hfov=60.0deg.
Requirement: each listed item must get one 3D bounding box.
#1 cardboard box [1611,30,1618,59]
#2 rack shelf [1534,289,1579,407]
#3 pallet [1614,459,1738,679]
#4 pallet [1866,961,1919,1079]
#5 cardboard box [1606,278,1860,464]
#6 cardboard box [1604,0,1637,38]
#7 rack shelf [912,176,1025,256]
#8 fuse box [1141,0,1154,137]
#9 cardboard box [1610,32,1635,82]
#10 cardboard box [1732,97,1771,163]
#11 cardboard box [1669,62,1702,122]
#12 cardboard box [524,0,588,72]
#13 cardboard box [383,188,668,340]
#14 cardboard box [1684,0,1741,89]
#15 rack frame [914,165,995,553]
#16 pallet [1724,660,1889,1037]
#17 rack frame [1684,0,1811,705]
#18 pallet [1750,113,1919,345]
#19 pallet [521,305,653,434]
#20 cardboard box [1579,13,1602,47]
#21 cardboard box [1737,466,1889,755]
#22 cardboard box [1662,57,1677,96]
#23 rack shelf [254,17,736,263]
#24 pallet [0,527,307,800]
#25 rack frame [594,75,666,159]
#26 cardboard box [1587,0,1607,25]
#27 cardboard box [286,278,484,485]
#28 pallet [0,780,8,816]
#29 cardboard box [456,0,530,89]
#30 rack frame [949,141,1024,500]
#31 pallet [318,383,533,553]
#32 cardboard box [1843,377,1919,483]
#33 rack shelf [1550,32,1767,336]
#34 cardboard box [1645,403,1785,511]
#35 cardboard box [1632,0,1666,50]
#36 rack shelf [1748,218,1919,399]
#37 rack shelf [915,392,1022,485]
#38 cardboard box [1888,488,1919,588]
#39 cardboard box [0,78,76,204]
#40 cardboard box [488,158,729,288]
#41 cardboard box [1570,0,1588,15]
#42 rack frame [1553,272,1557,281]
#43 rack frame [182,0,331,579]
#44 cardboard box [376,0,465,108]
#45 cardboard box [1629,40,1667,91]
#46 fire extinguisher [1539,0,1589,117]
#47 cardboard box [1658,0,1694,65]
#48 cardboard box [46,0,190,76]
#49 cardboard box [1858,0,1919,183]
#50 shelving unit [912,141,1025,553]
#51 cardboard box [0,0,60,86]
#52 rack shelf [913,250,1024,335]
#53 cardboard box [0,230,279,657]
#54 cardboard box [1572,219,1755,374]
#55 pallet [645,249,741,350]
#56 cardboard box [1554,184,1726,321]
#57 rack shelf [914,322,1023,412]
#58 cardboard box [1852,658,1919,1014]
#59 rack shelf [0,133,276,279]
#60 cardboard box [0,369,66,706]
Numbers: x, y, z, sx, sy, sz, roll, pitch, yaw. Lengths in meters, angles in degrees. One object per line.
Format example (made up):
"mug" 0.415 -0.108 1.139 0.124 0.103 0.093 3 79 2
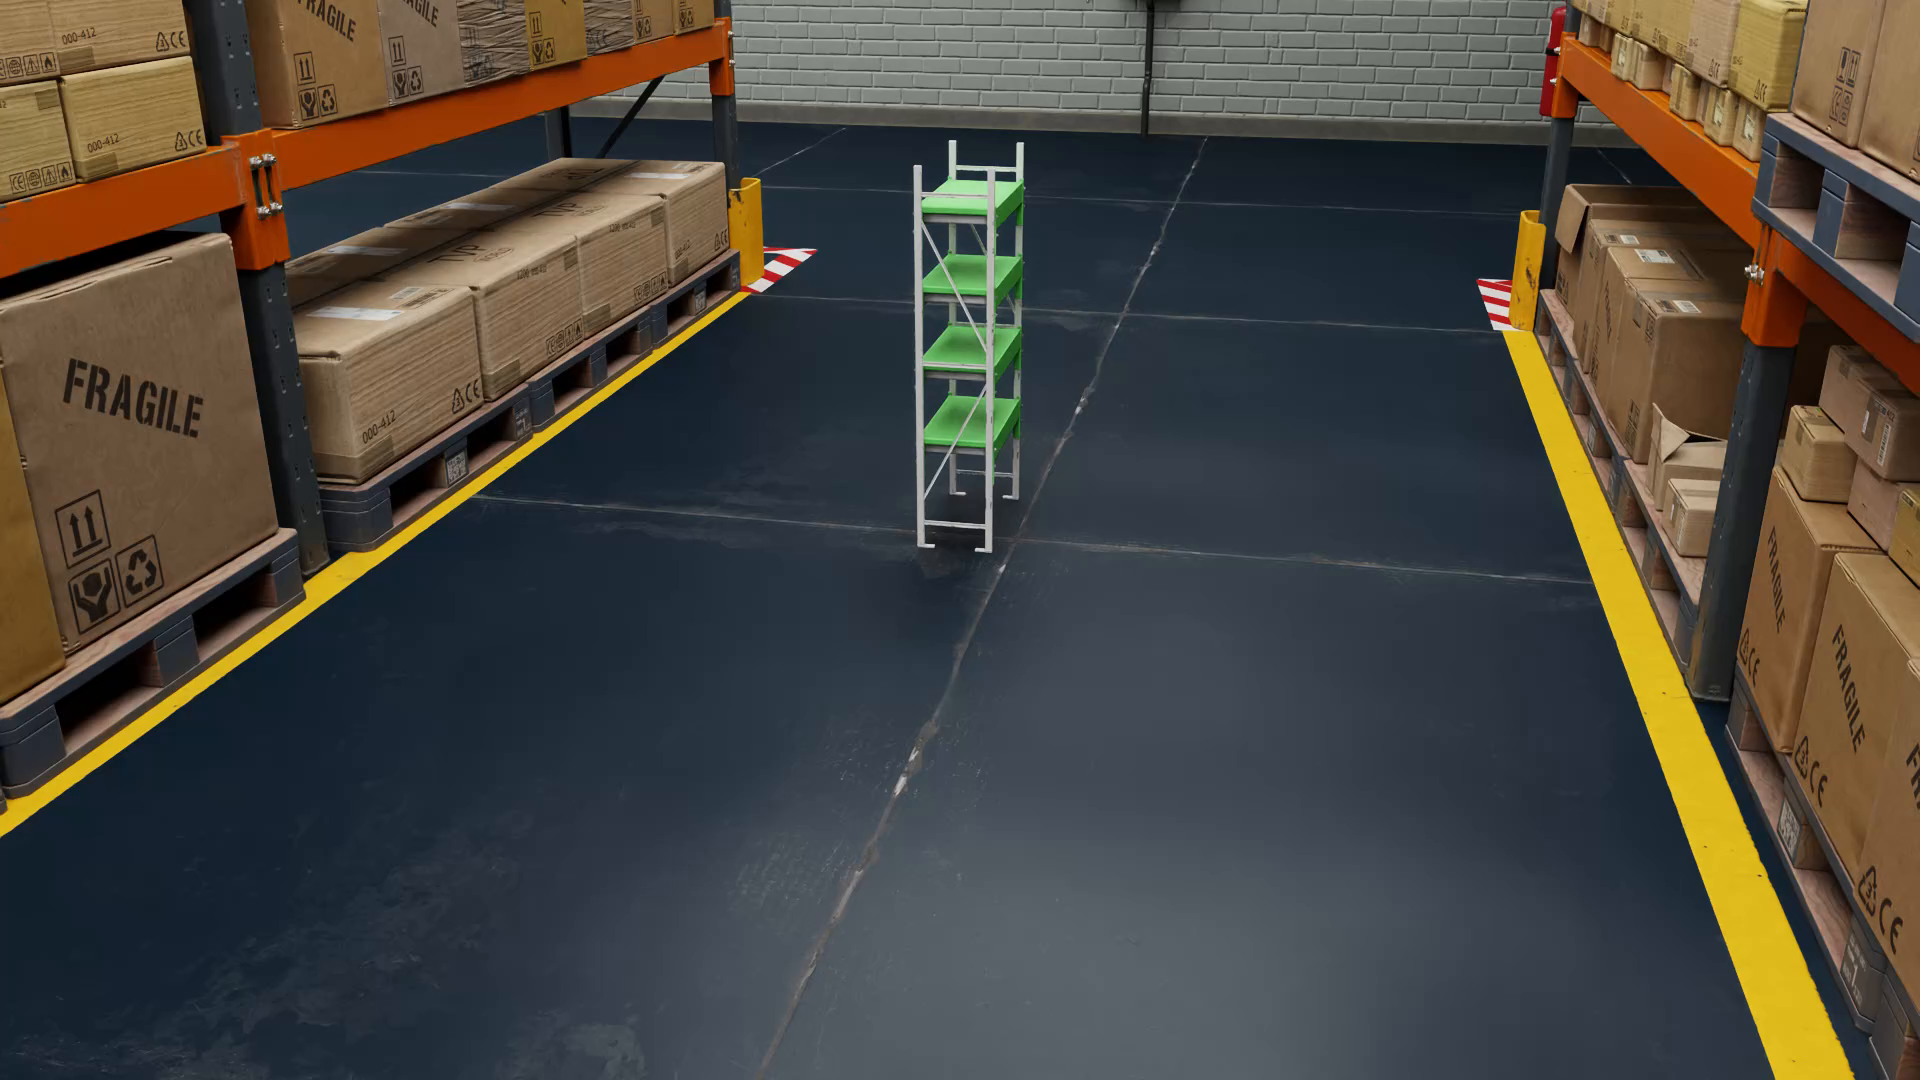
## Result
"cardboard box" 2.745 -1.920 6.443 0.380 0.149 0.250 5 23 13
"rack shelf" -12.557 -1.232 4.665 30.696 2.800 11.642 4 22 11
"pallet" 2.543 0.086 4.857 1.003 0.211 1.213 4 22 11
"pallet" 2.027 1.085 2.377 1.003 0.211 1.213 4 22 11
"cardboard box" 2.577 -0.549 5.485 0.700 0.500 0.500 4 22 9
"cardboard box" 2.659 -1.972 6.038 0.500 0.250 0.500 4 22 10
"rack shelf" 0.034 -1.003 5.124 0.258 0.148 0.480 4 22 11
"fuse box" 1.513 -4.049 13.117 0.539 1.711 0.414 4 22 11
"cardboard box" 2.571 -1.736 5.985 0.380 0.149 0.250 4 22 9
"cardboard box" 2.252 -1.072 4.338 0.380 0.149 0.250 5 22 12
"cardboard box" 2.386 -1.359 5.048 0.380 0.149 0.250 4 22 10
"cardboard box" -1.786 -2.085 6.381 0.500 0.500 0.500 5 22 13
"cardboard box" -1.857 -1.218 7.230 0.875 0.438 0.875 5 22 12
"cardboard box" 2.355 -1.414 4.652 0.500 0.250 0.500 5 22 11
"rack frame" -0.016 -0.528 5.058 0.240 1.200 0.015 4 22 11
"pallet" 2.273 0.638 3.488 1.003 0.211 1.213 4 22 11
"rack frame" 2.402 -0.956 3.713 1.000 3.000 0.127 4 22 11
"pallet" 2.132 -0.583 3.044 1.003 0.211 1.213 4 22 11
"pallet" -1.979 -0.759 6.957 1.003 0.211 1.213 4 22 11
"cardboard box" 2.883 -2.203 7.145 0.380 0.149 0.250 4 22 11
"cardboard box" 2.083 0.168 3.705 0.500 0.500 0.500 5 23 13
"cardboard box" 2.552 -1.539 5.495 0.380 0.149 0.250 4 22 11
"rack shelf" -2.050 -1.731 6.599 1.077 0.370 4.000 4 22 11
"pallet" -2.541 0.248 4.455 1.003 0.211 1.213 4 22 11
"rack frame" -1.638 -2.796 8.281 0.949 2.616 0.053 4 22 11
"cardboard box" 2.760 -2.158 6.499 0.500 0.250 0.500 5 22 11
"cardboard box" -2.224 -0.561 5.599 0.875 0.438 0.875 4 22 10
"pallet" -2.788 0.696 3.344 1.003 0.211 1.213 4 22 11
"cardboard box" -1.891 -1.896 5.913 0.500 0.500 0.500 5 22 11
"rack frame" 0.084 -0.706 5.501 0.240 1.200 0.015 4 22 11
"pallet" -2.226 -0.312 5.846 1.003 0.211 1.213 4 22 11
"cardboard box" 2.063 -0.221 3.404 0.380 0.149 0.250 3 22 8
"rack shelf" 2.810 -1.354 5.663 1.077 0.370 4.000 4 22 11
"cardboard box" 2.301 -0.240 5.031 0.396 0.266 0.258 5 23 13
"cardboard box" 2.576 -1.783 5.569 0.500 0.250 0.500 4 22 10
"rack shelf" 1.994 0.109 2.031 1.077 0.370 4.000 4 22 11
"rack shelf" 0.034 -0.335 5.393 0.258 0.148 0.480 4 22 11
"cardboard box" 2.047 0.020 3.203 0.380 0.149 0.250 3 22 8
"cardboard box" -2.407 -0.894 3.760 0.500 0.250 0.500 4 22 10
"cardboard box" -1.678 -1.553 8.063 0.875 0.438 0.875 4 22 9
"cardboard box" 2.862 -2.342 6.956 0.500 0.250 0.500 5 22 11
"rack frame" 3.215 -2.419 7.346 0.949 2.616 0.053 4 22 11
"rack frame" -2.458 -1.333 4.649 1.000 3.000 0.127 4 22 11
"cardboard box" -1.999 -1.715 5.463 0.500 0.500 0.500 5 22 11
"cardboard box" 2.538 -1.638 5.742 0.380 0.149 0.250 5 22 12
"fire extinguisher" 2.796 -2.299 7.650 0.296 0.674 0.183 4 22 11
"cardboard box" 2.470 -1.595 5.102 0.500 0.250 0.500 4 22 11
"cardboard box" -2.310 -1.316 4.137 0.500 0.250 0.500 4 22 11
"cardboard box" 1.979 -0.848 2.748 0.700 0.500 0.500 5 22 12
"shelving unit" 0.034 -0.617 5.280 0.258 1.200 0.503 4 22 11
"cardboard box" -2.404 -1.132 3.682 0.500 0.250 0.500 5 22 12
"rack shelf" 0.034 -0.780 5.214 0.258 0.148 0.480 4 22 11
"cardboard box" -2.506 -0.310 4.389 0.875 0.875 0.875 5 23 13
"cardboard box" 2.788 -0.928 6.427 0.700 0.500 0.500 5 23 13
"pallet" -1.728 -1.204 8.061 1.003 0.211 1.213 4 22 11
"cardboard box" 3.001 -1.239 7.195 0.797 0.503 0.637 4 22 9
"rack shelf" 0.034 -0.558 5.304 0.258 0.148 0.480 4 22 11
"cardboard box" 1.878 0.546 2.767 0.500 0.500 0.500 4 22 9
"rack shelf" -2.866 -0.268 2.967 1.077 0.370 4.000 4 22 11
"cardboard box" -2.683 0.021 3.567 0.875 0.875 0.875 5 22 12
